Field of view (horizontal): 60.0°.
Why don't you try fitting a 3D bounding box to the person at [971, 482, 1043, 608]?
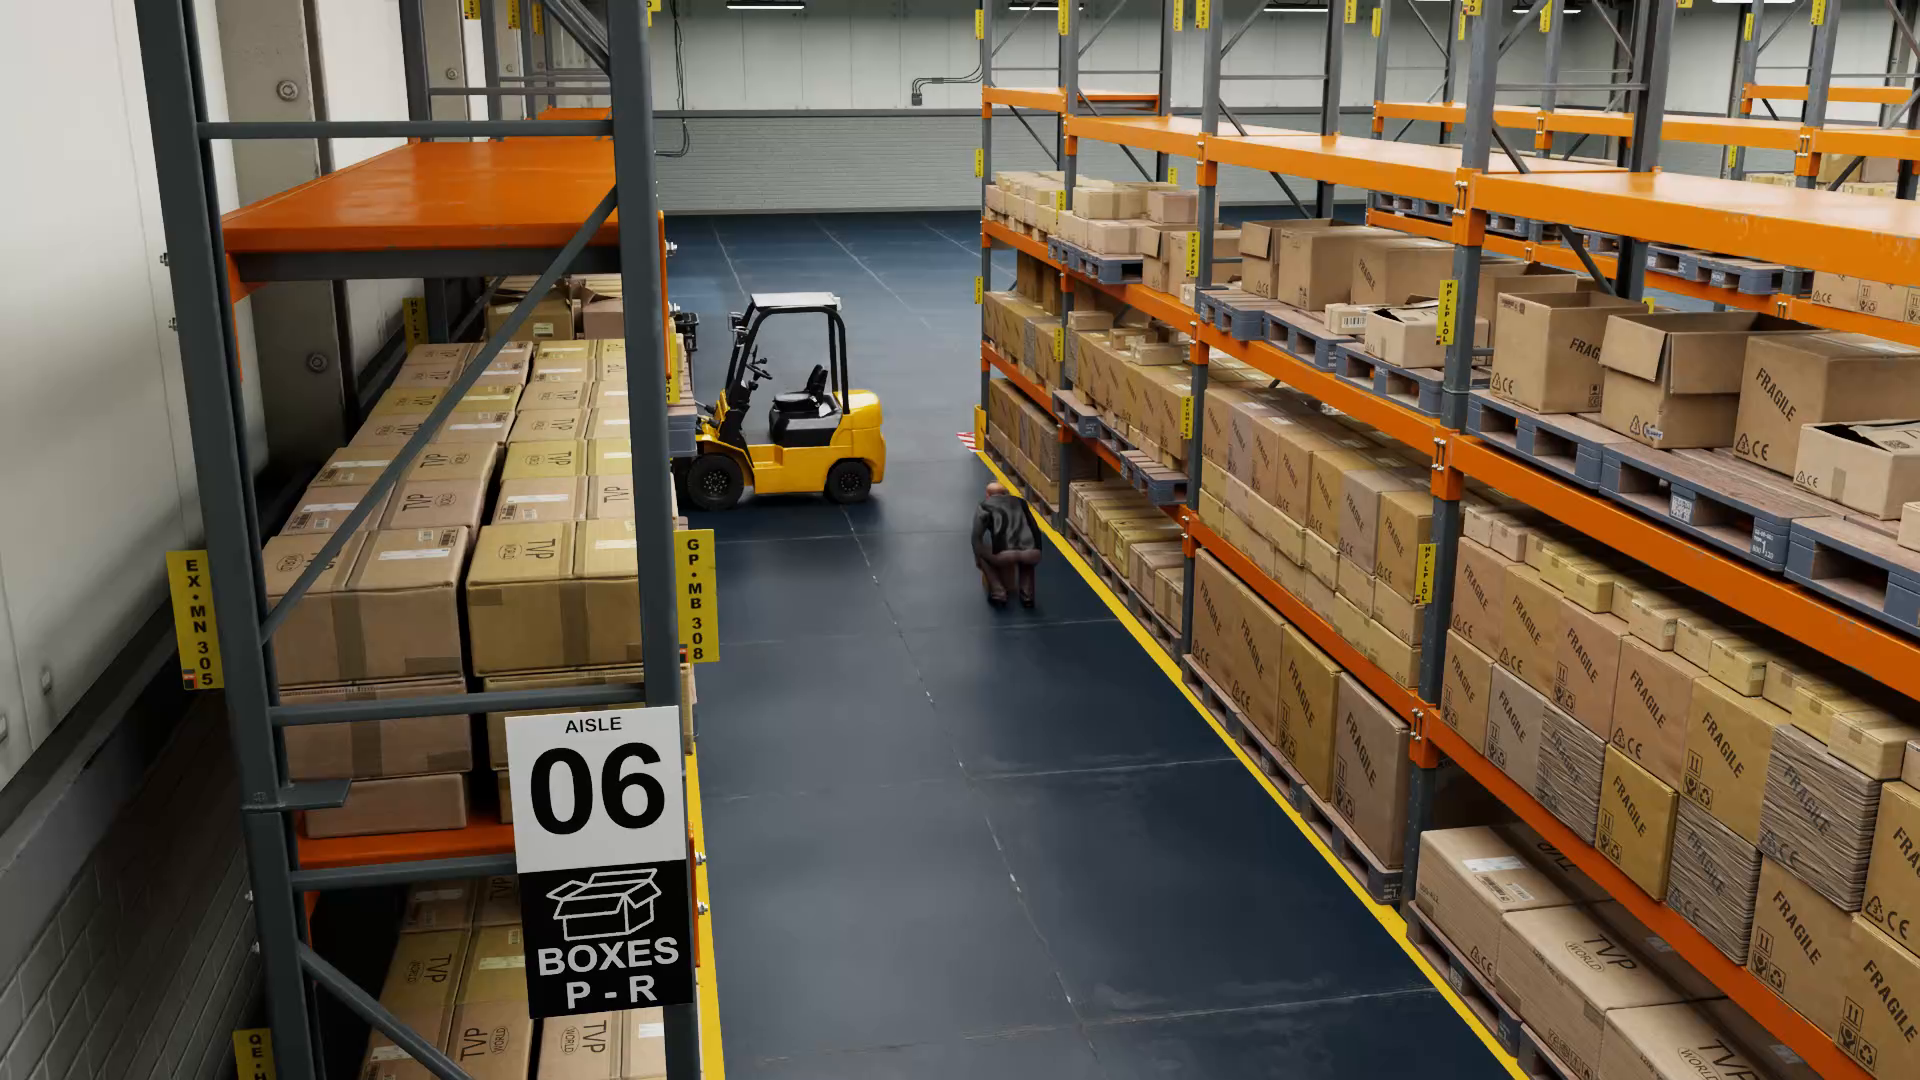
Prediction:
[{"bbox_3d":[0.404,0.059,14.660,0.552,1.008,0.856,-3,17,-11],"label":"person"}]
